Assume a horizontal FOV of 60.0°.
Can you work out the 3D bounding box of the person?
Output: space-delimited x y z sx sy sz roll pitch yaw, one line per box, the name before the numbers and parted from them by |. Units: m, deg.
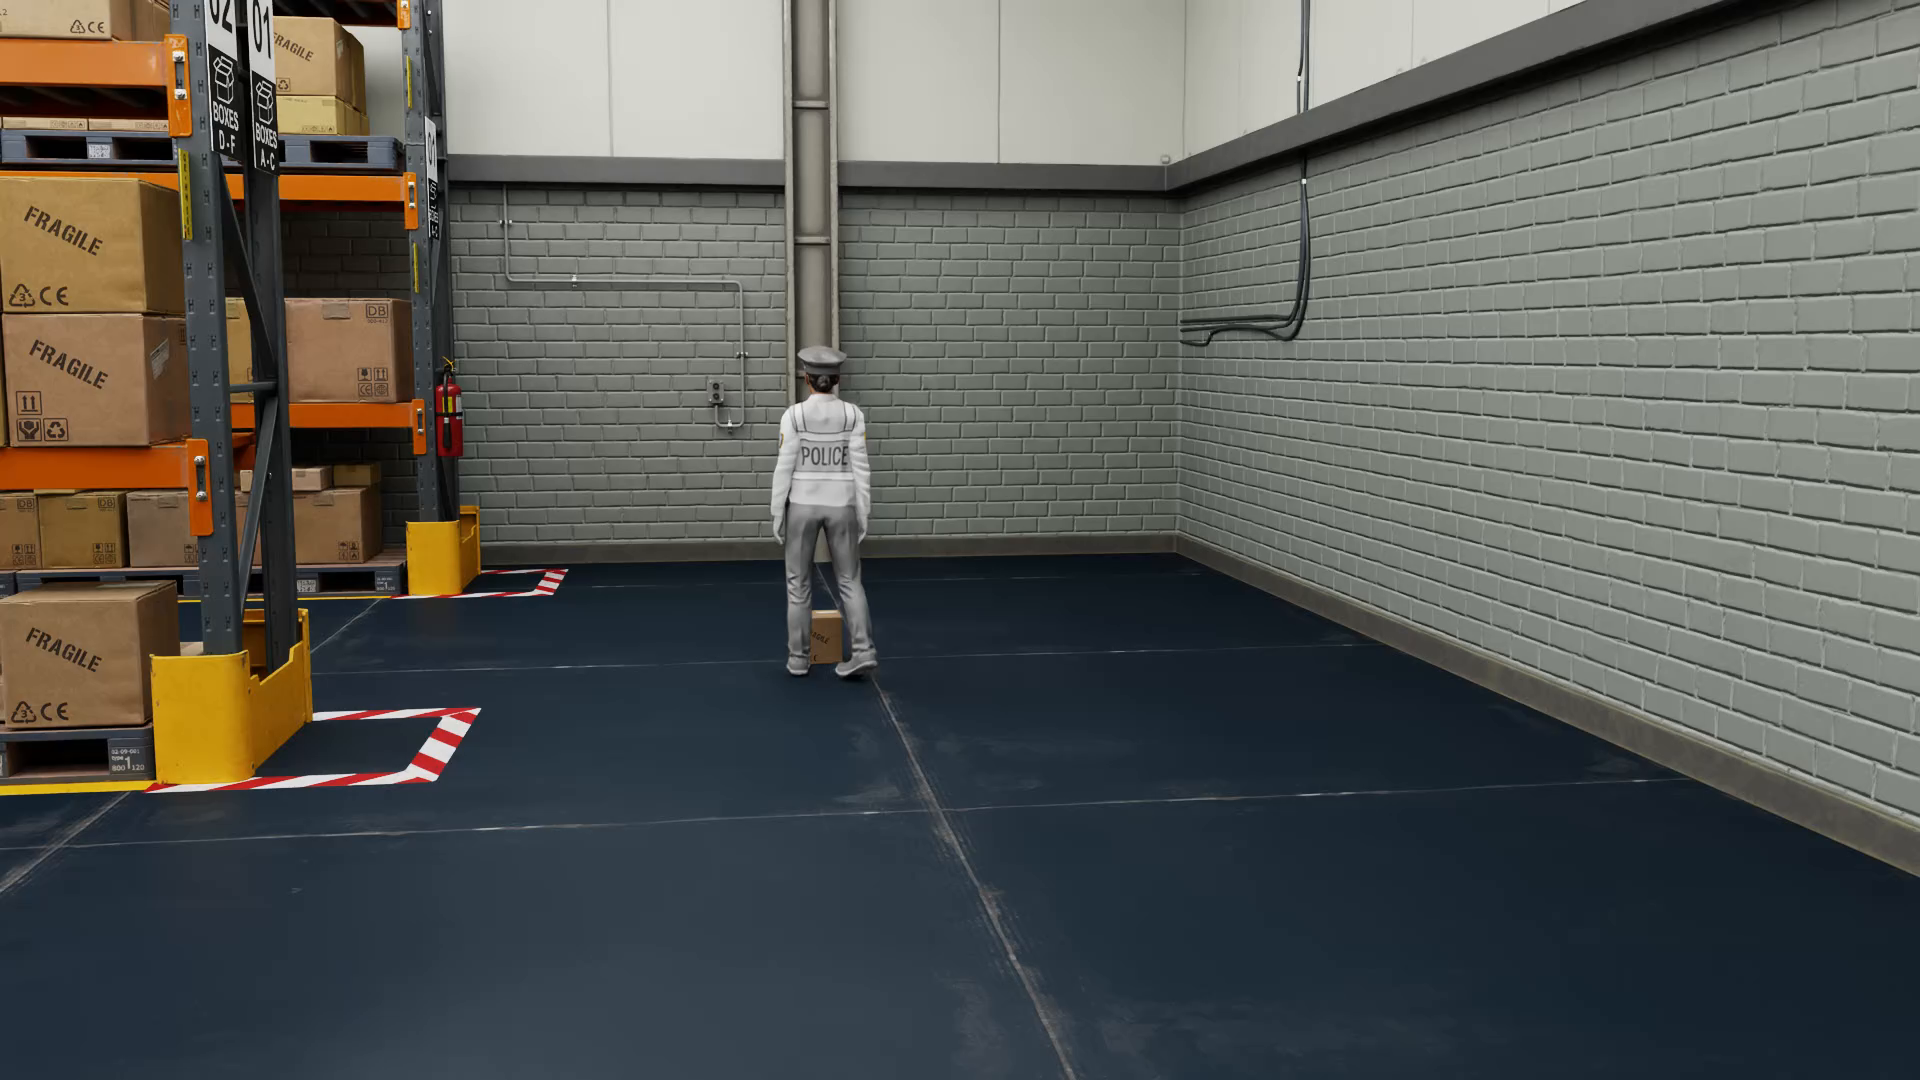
person | -0.710 -0.143 8.430 0.512 1.680 0.508 -2 7 -14
